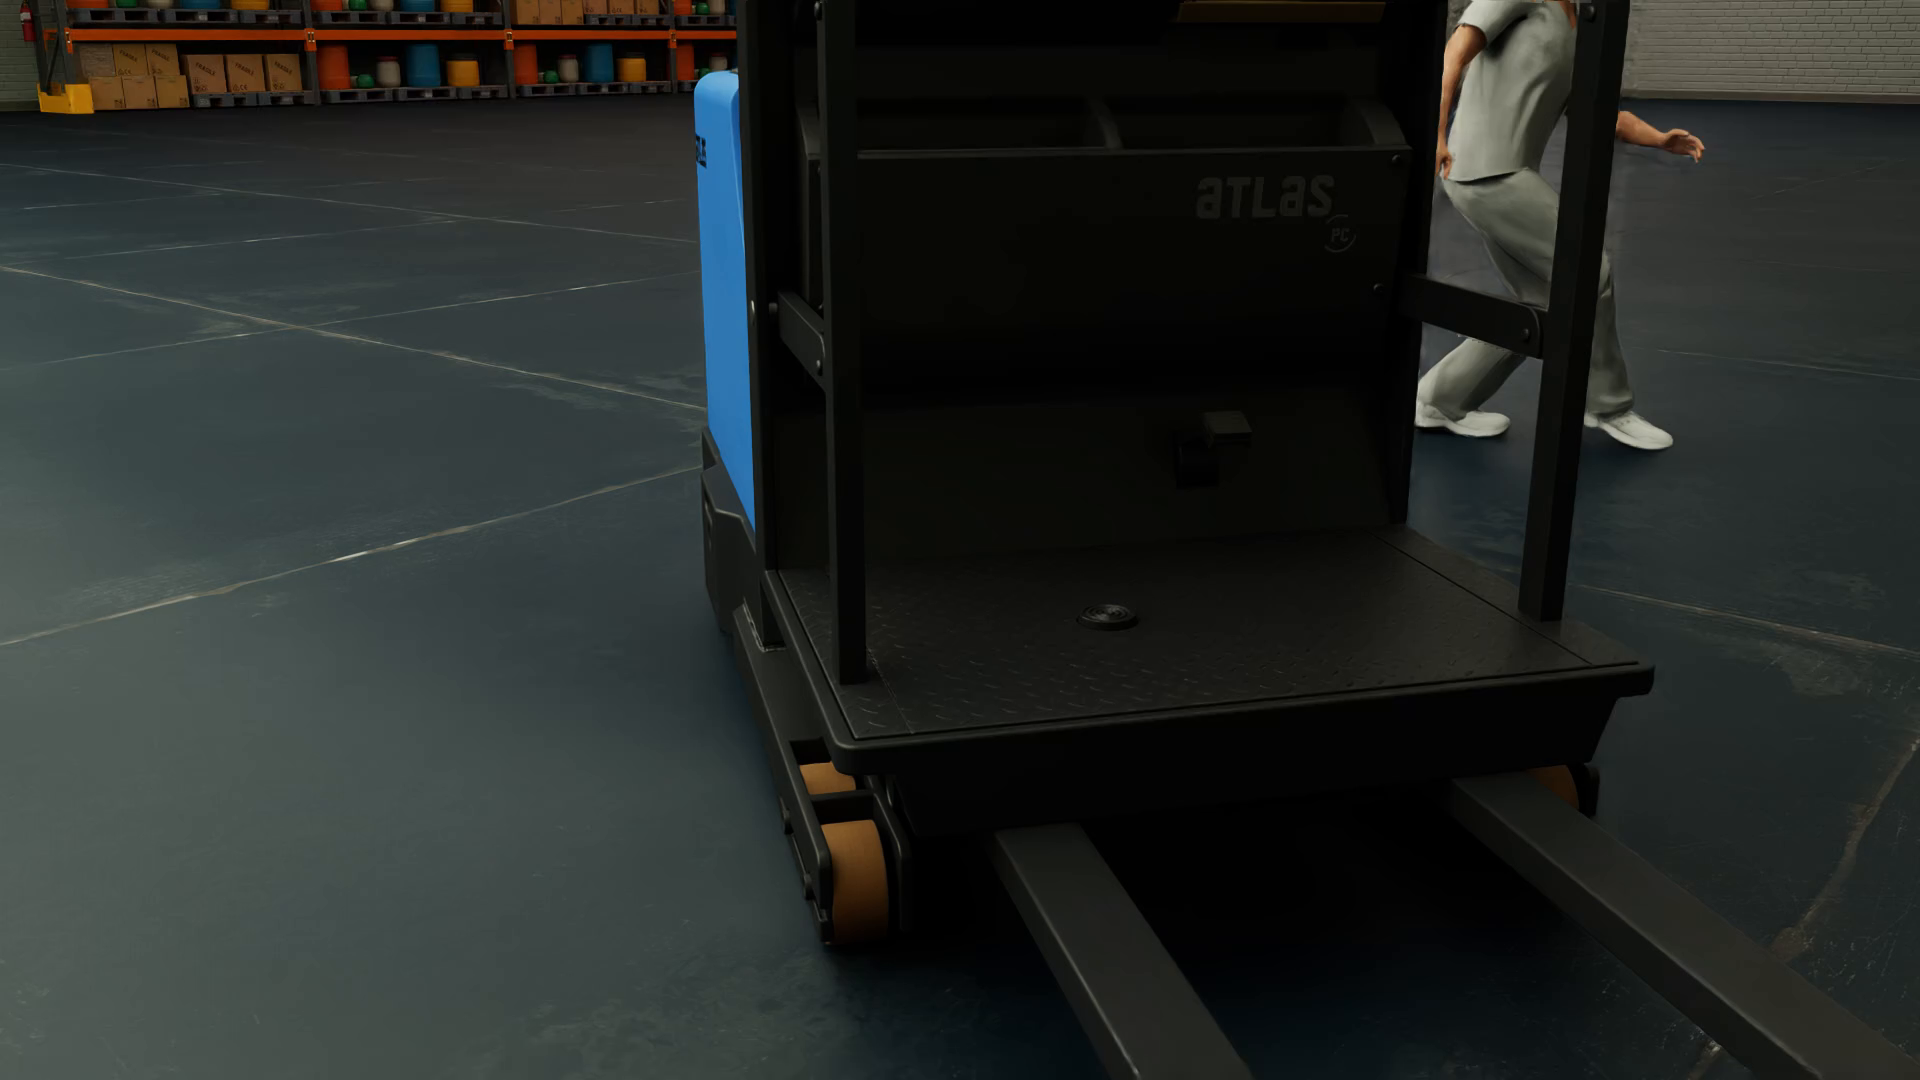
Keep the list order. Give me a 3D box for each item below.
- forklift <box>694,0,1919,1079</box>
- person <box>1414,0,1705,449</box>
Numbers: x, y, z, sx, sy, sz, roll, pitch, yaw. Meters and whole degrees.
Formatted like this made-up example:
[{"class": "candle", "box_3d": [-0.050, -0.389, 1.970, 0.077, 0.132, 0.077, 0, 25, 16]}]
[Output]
[{"class": "forklift", "box_3d": [0.274, -0.991, 2.161, 1.130, 2.935, 3.031, -4, 17, -13]}, {"class": "person", "box_3d": [1.648, -0.997, 4.622, 0.750, 1.519, 0.676, 9, 19, 28]}]
